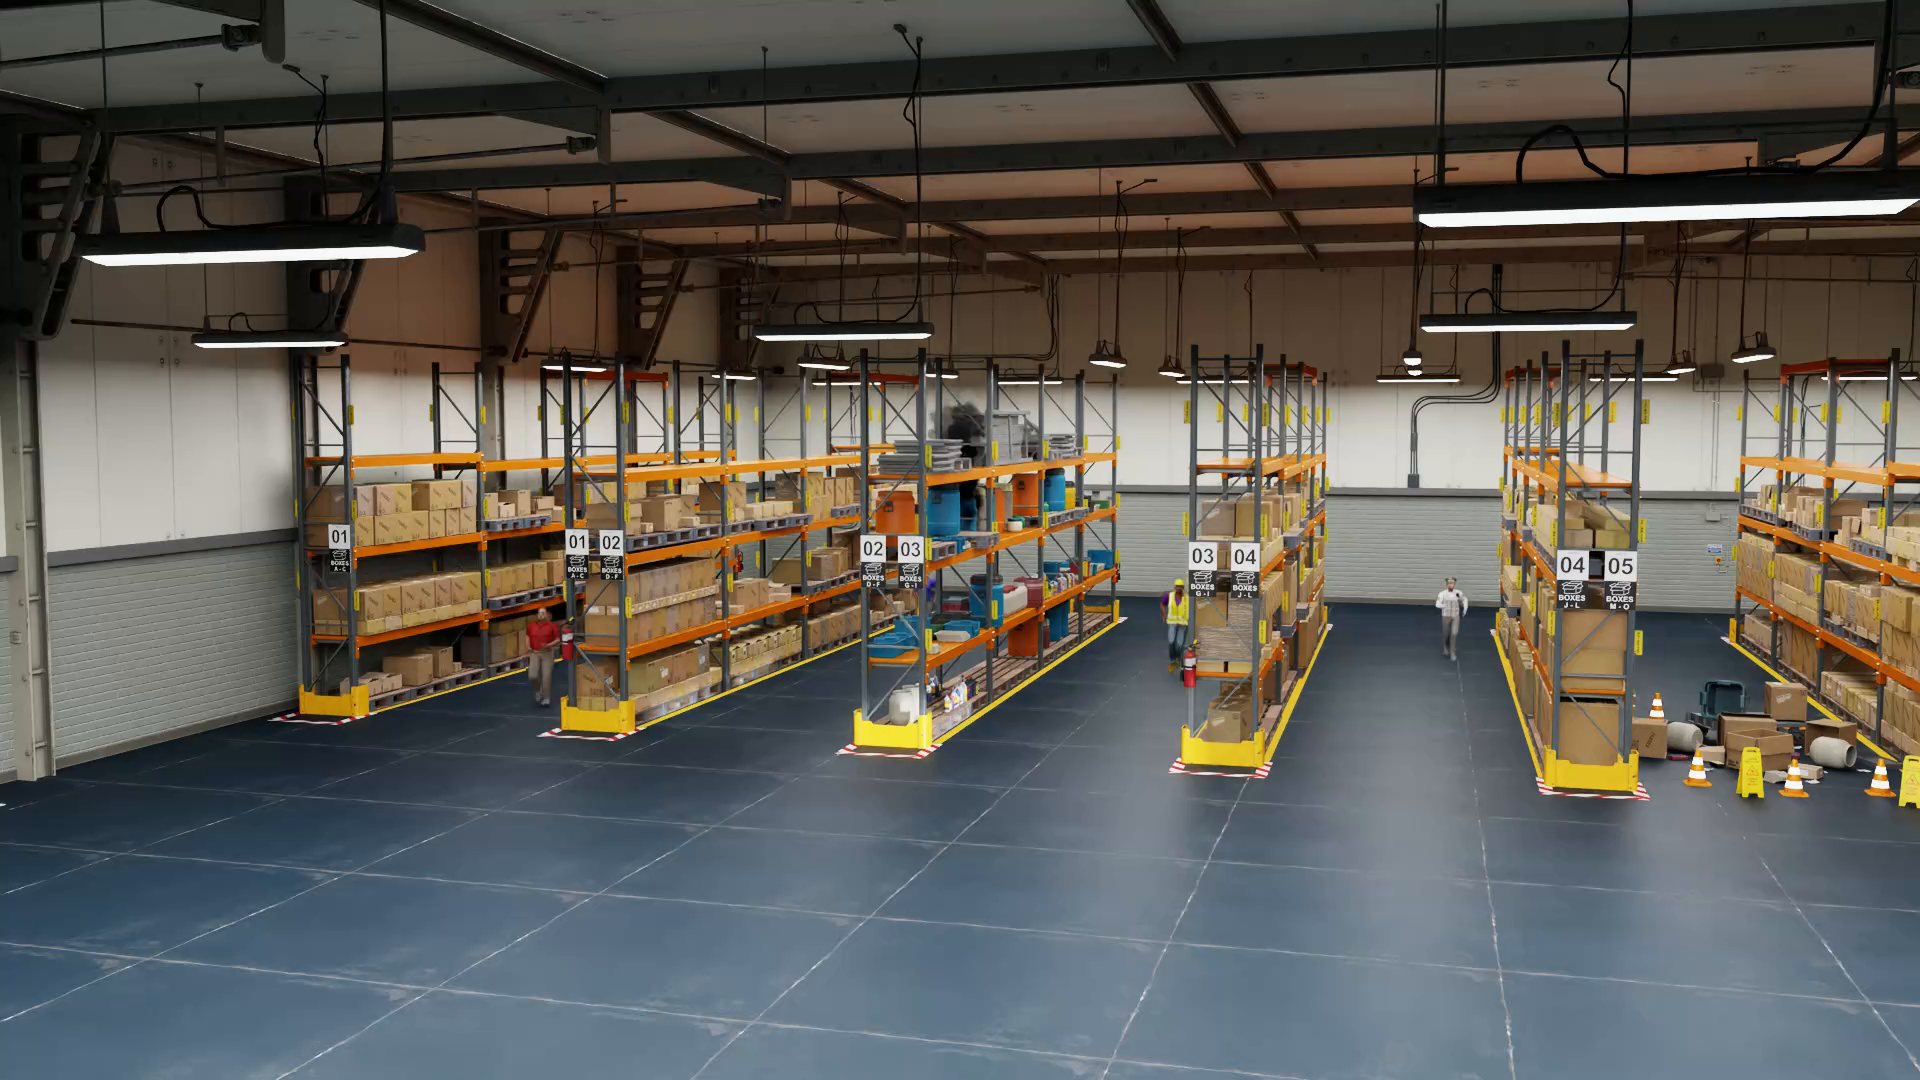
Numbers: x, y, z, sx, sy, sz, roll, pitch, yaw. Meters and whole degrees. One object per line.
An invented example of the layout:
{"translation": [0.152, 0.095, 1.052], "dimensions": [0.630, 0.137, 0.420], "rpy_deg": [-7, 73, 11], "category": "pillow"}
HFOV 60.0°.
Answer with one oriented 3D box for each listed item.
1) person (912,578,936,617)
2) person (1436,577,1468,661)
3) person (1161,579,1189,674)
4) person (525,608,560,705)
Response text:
{"translation": [-0.774, 1.441, 36.545], "dimensions": [0.552, 1.673, 0.870], "rpy_deg": [1, 4, 10], "category": "person"}
{"translation": [10.068, 1.585, 34.070], "dimensions": [0.623, 1.675, 0.991], "rpy_deg": [1, 4, 17], "category": "person"}
{"translation": [4.152, 1.637, 31.669], "dimensions": [0.672, 1.804, 0.741], "rpy_deg": [1, 4, 8], "category": "person"}
{"translation": [-7.207, 2.009, 28.607], "dimensions": [0.651, 1.684, 0.602], "rpy_deg": [0, 4, 0], "category": "person"}
